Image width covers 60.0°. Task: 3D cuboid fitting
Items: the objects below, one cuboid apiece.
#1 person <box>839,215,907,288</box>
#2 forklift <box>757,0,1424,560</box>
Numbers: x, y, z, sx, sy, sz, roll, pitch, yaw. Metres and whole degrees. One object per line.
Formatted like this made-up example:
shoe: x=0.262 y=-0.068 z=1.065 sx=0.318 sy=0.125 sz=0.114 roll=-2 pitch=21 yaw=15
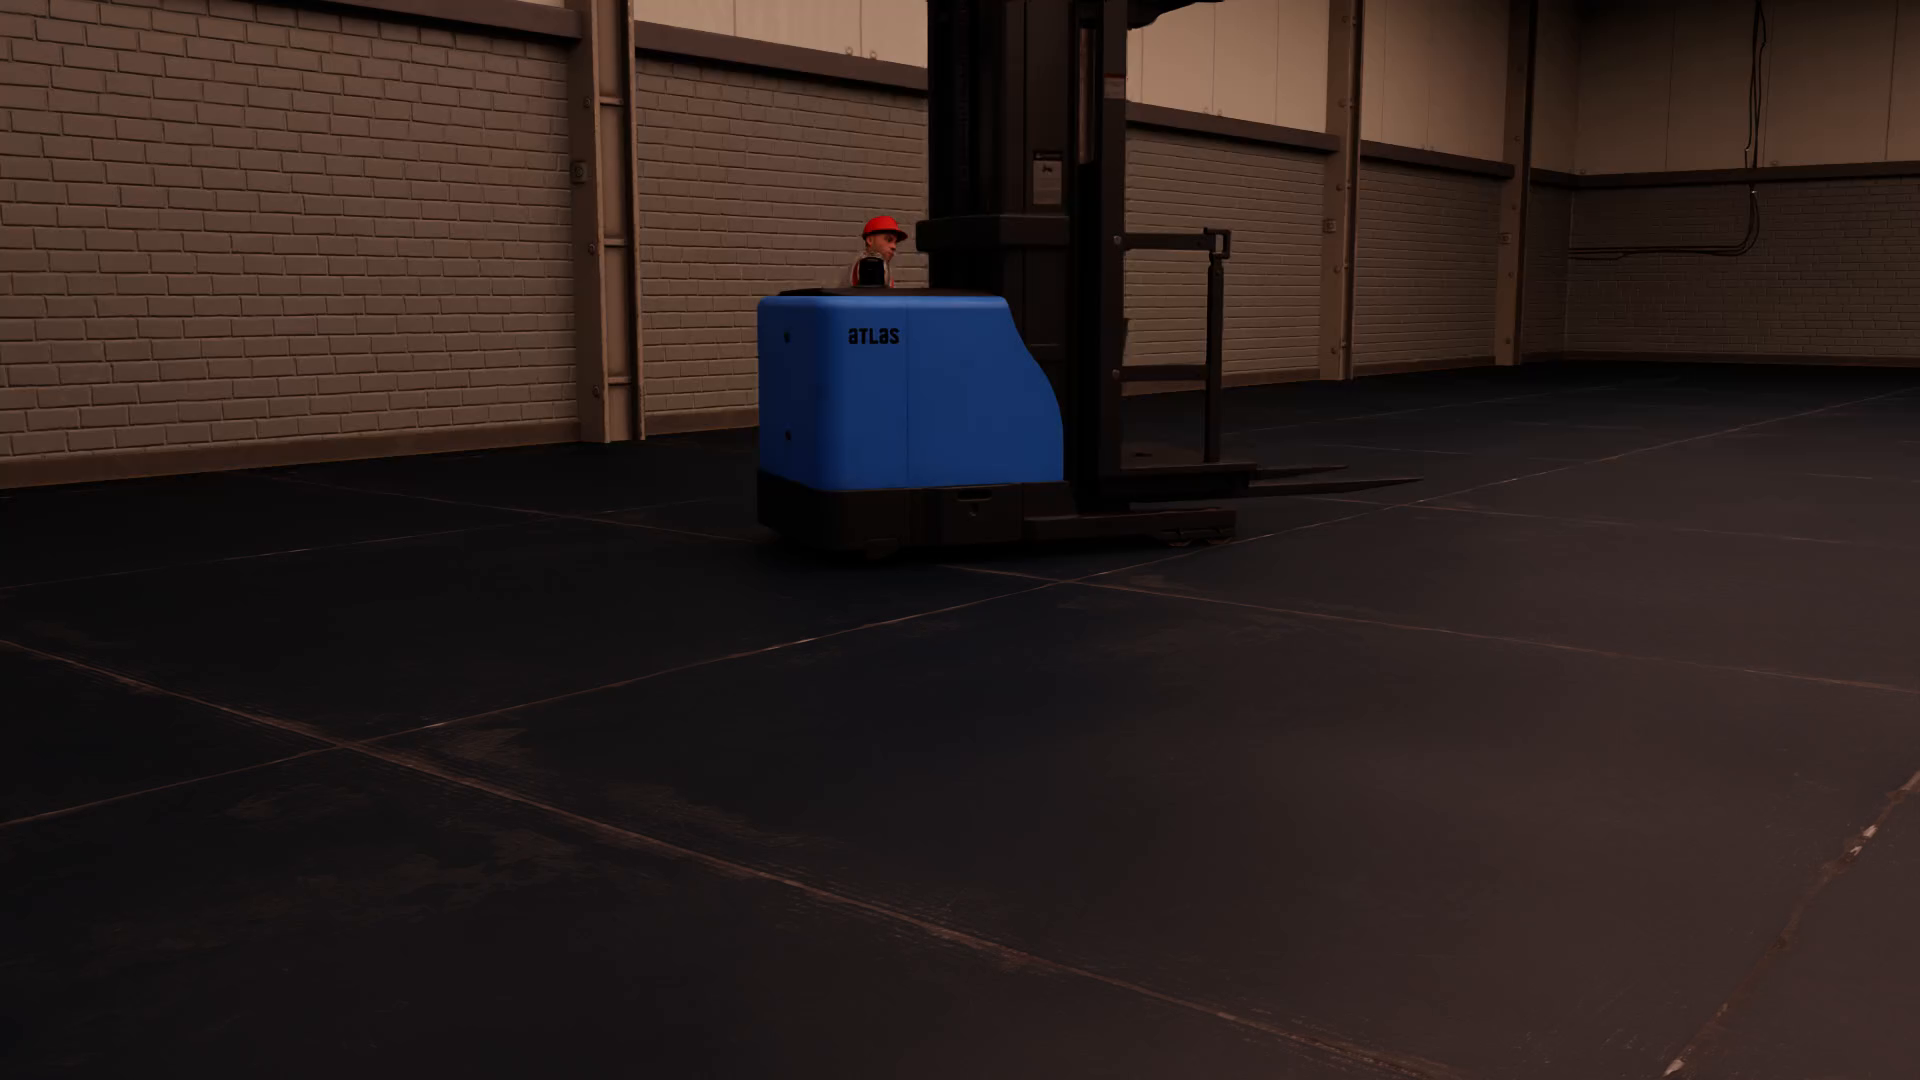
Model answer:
person: x=-0.393 y=-1.093 z=9.622 sx=0.740 sy=1.554 sz=0.789 roll=-7 pitch=11 yaw=-40
forklift: x=0.664 y=-1.482 z=7.410 sx=3.031 sy=2.935 sz=1.130 roll=-3 pitch=9 yaw=-22
